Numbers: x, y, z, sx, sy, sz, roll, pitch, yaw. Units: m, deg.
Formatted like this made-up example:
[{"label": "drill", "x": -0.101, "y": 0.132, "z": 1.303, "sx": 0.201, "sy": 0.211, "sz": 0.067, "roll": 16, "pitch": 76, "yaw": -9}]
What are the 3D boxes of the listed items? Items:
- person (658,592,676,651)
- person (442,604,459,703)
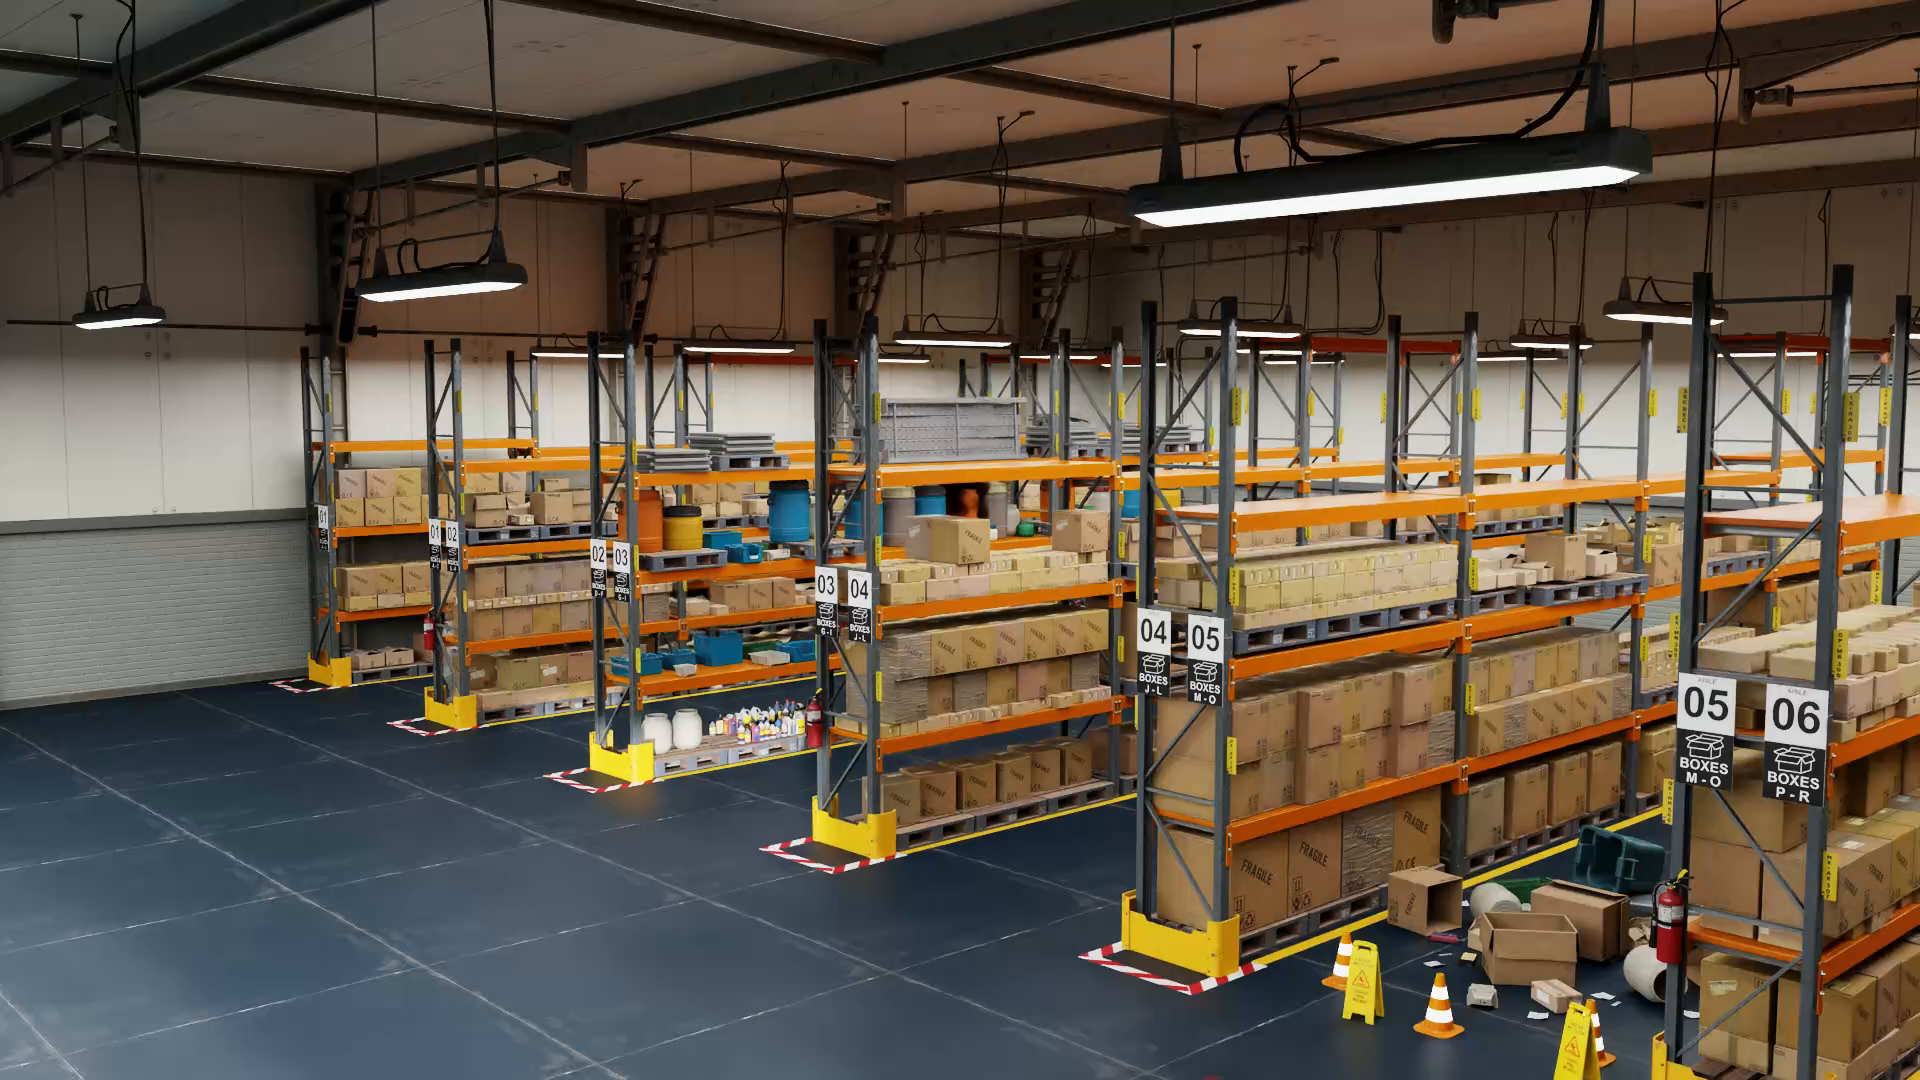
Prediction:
[{"label": "person", "x": -5.516, "y": 1.613, "z": 31.073, "sx": 0.534, "sy": 1.590, "sz": 0.889, "roll": 4, "pitch": 7, "yaw": 40}, {"label": "person", "x": -8.527, "y": 1.895, "z": 27.896, "sx": 0.632, "sy": 1.644, "sz": 0.548, "roll": 5, "pitch": 7, "yaw": 43}]
